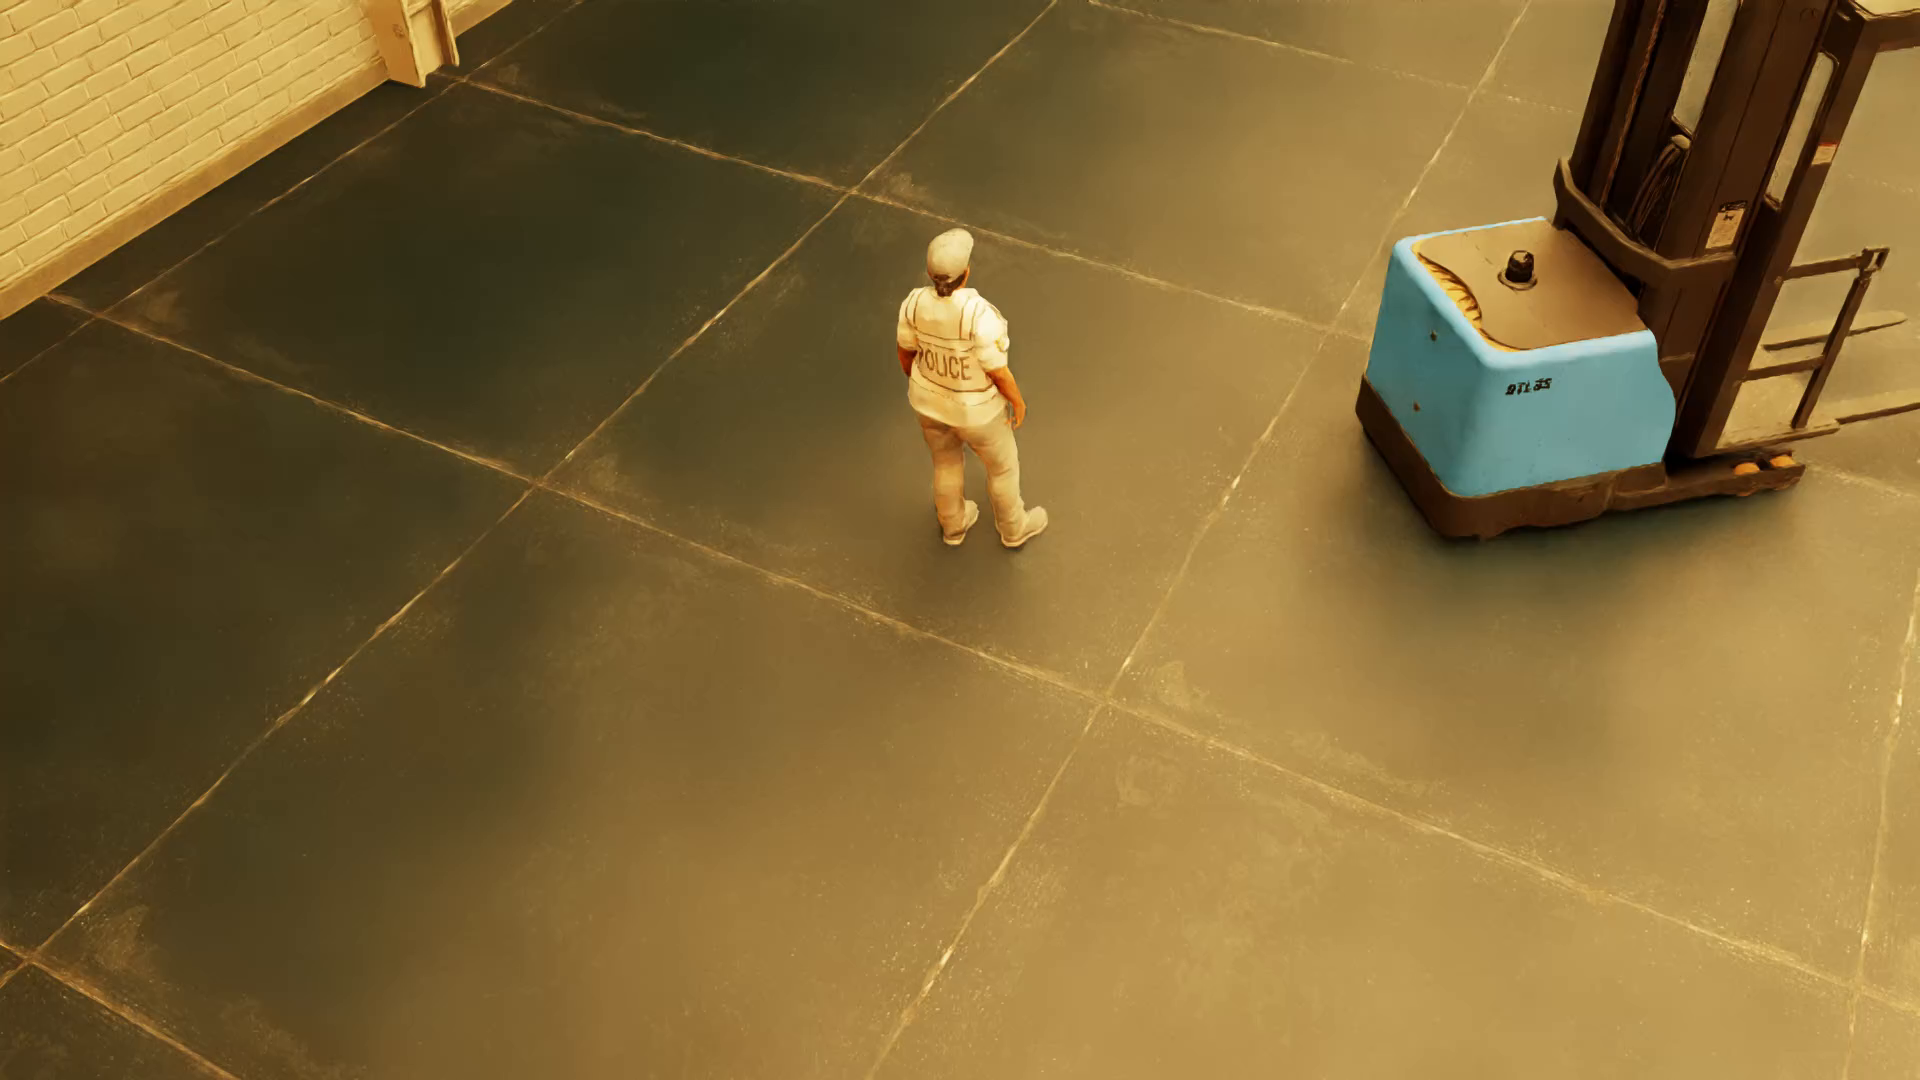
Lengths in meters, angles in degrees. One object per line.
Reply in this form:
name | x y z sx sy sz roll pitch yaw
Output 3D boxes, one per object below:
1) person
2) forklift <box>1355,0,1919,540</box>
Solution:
person | 0.056 -0.651 7.257 0.598 1.669 0.529 20 47 20
forklift | 3.564 -1.621 7.374 3.031 2.935 1.130 -10 44 -11
